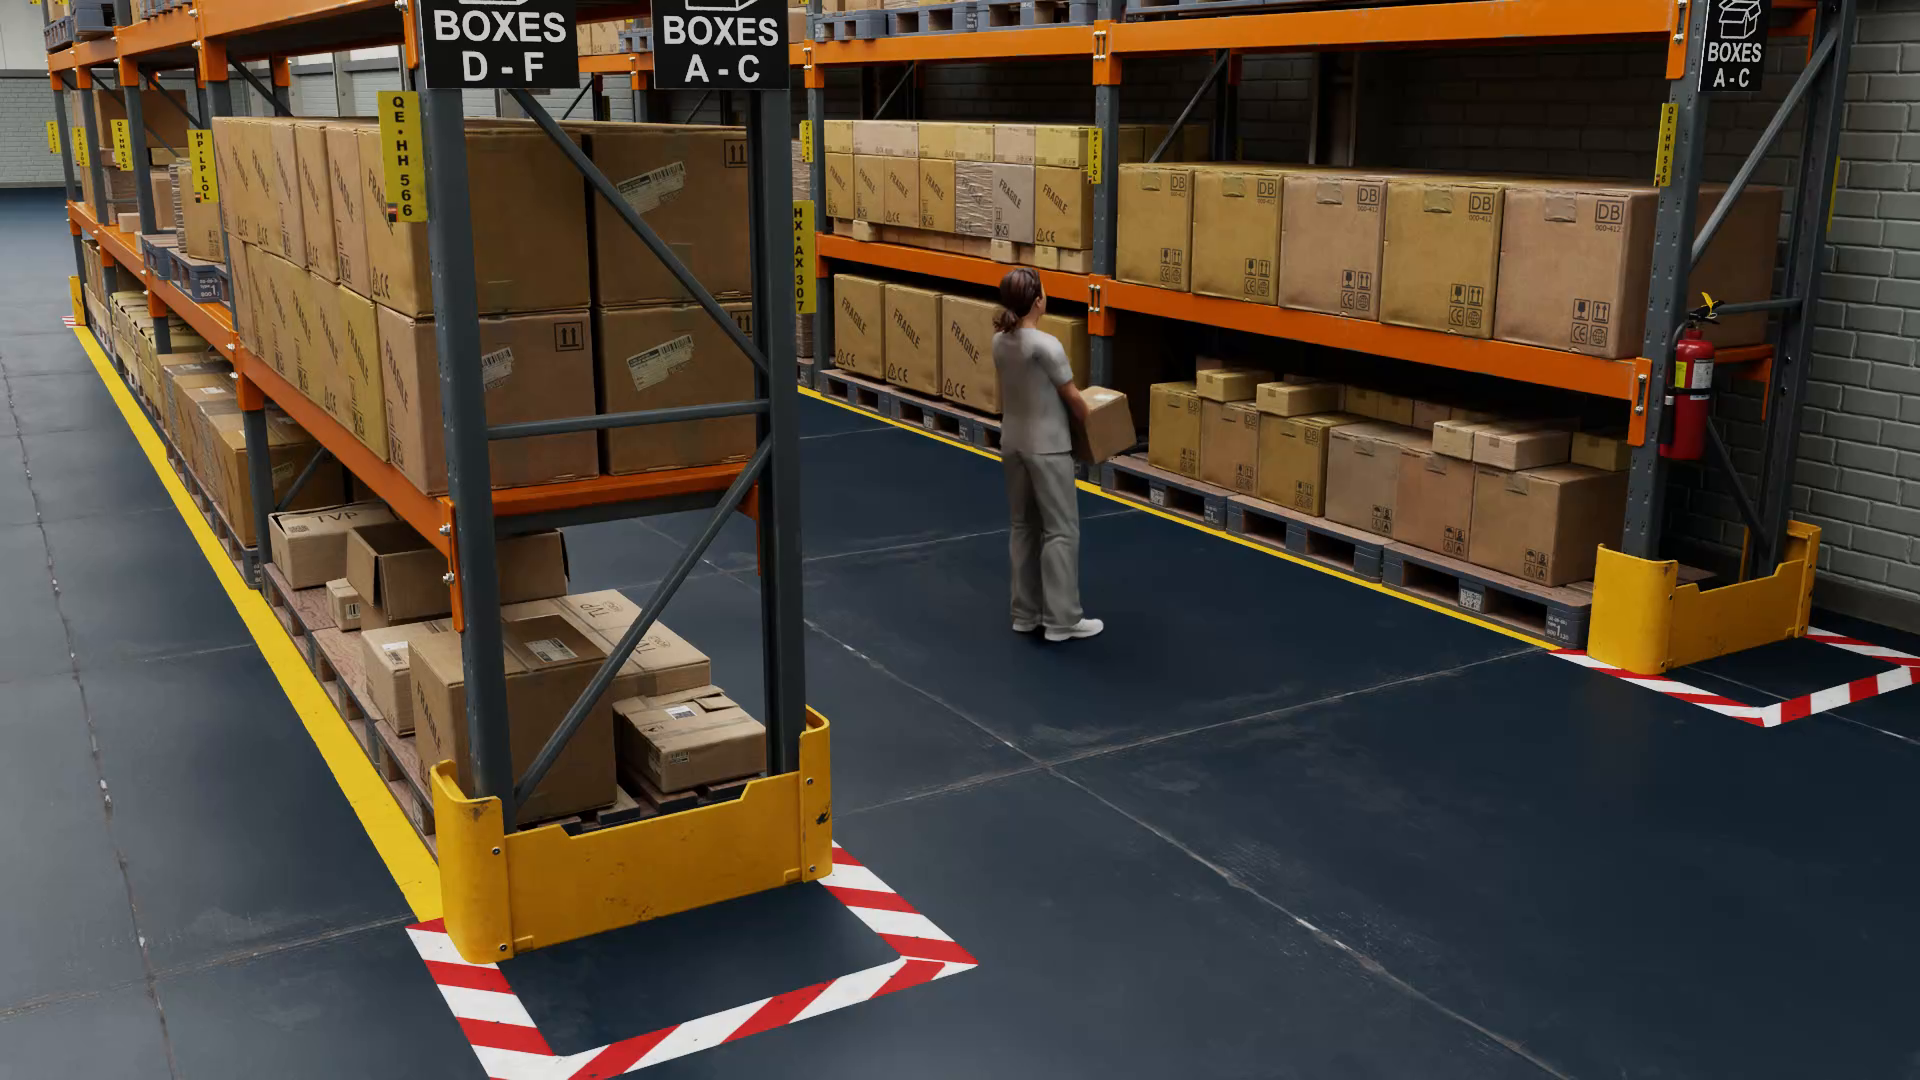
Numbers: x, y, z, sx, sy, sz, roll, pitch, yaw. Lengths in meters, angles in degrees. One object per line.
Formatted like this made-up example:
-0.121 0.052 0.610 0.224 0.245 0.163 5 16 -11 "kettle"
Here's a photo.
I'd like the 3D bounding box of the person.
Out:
0.381 -0.394 7.494 0.534 1.674 0.474 -12 19 -38 "person"
